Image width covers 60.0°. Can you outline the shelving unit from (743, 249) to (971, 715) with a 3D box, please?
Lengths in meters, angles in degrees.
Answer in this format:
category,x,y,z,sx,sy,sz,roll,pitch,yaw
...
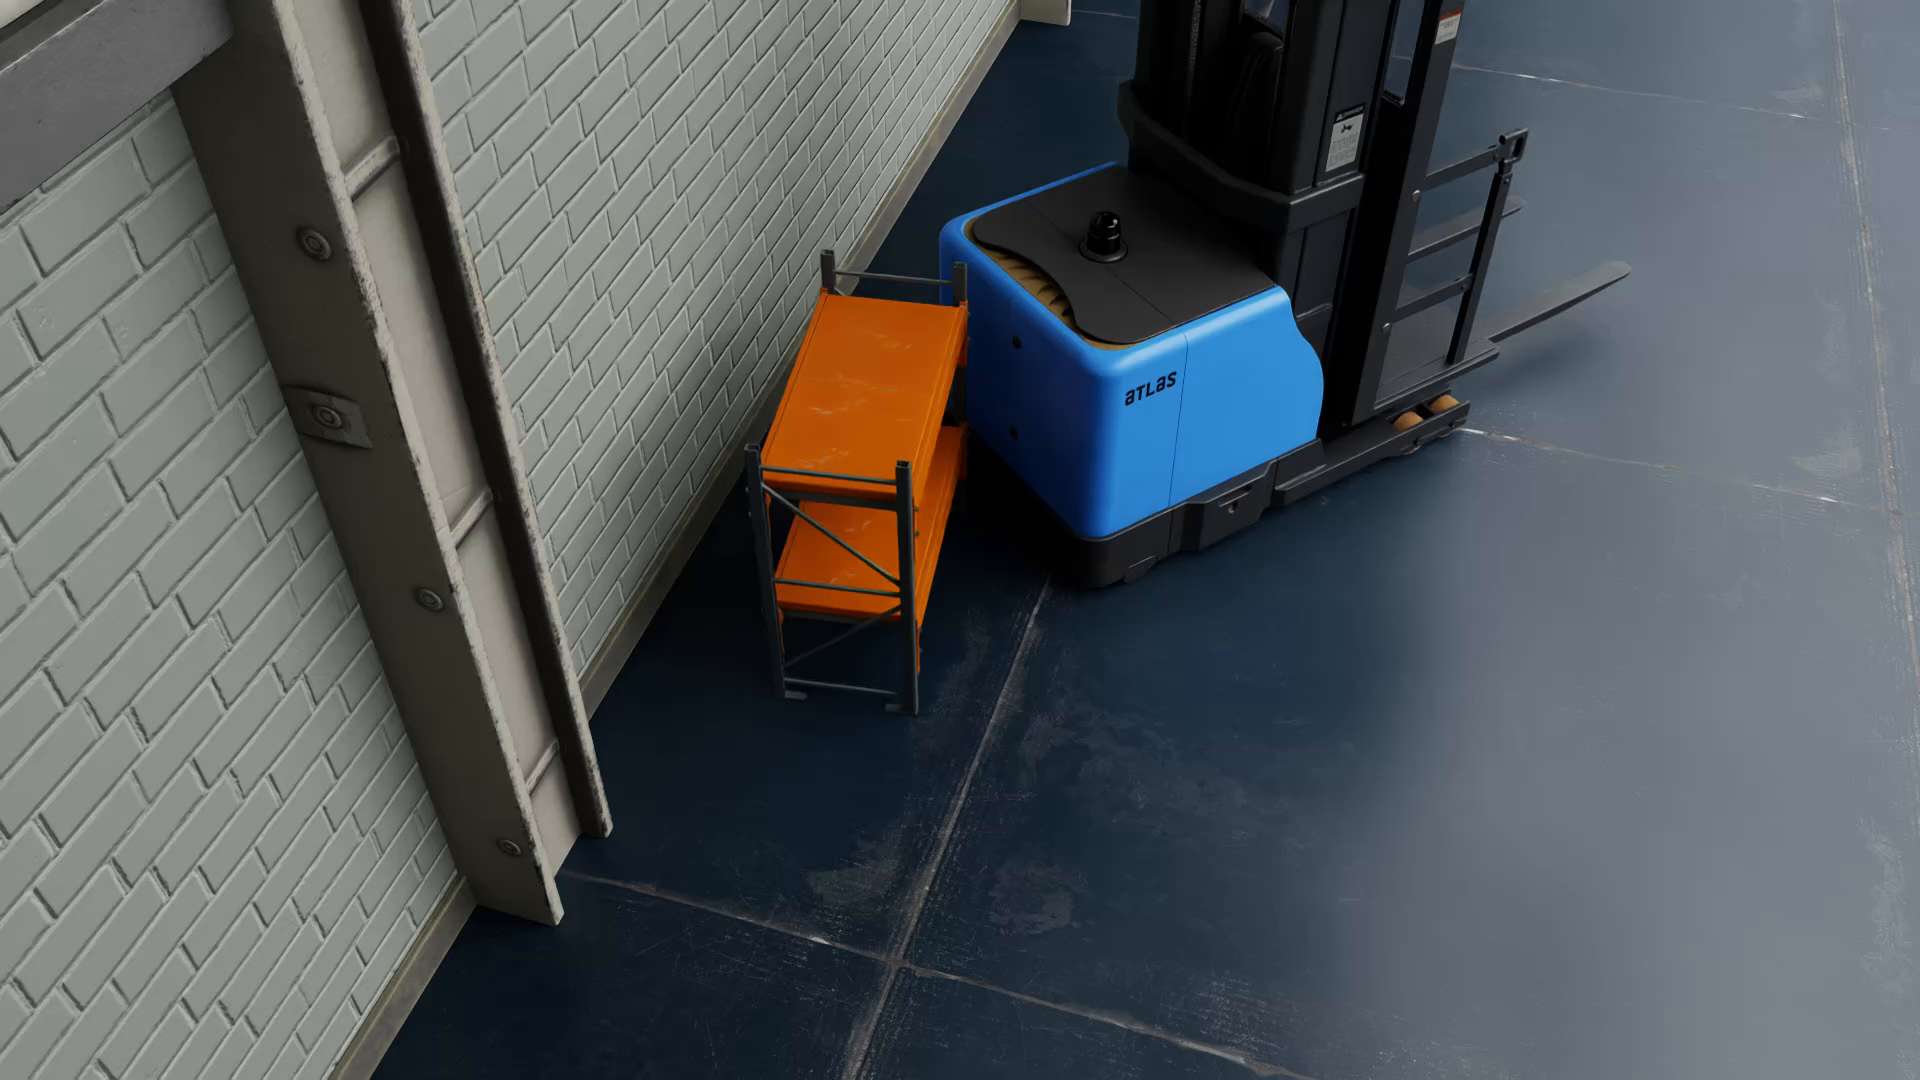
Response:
category,x,y,z,sx,sy,sz,roll,pitch,yaw
shelving unit,-0.308,-0.197,5.647,0.538,1.125,1.048,7,45,7

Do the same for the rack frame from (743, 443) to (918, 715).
category,x,y,z,sx,sy,sz,roll,pitch,yaw
rack frame,-0.391,0.154,5.289,0.500,1.125,0.032,7,45,7

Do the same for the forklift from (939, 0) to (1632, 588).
category,x,y,z,sx,sy,sz,roll,pitch,yaw
forklift,1.428,-1.675,5.866,3.031,2.935,1.130,-24,49,-23

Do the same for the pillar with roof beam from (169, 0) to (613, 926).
category,x,y,z,sx,sy,sz,roll,pitch,yaw
pillar with roof beam,2.790,-1.295,1.139,9.100,9.000,0.400,13,46,13

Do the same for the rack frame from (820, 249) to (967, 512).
category,x,y,z,sx,sy,sz,roll,pitch,yaw
rack frame,-0.225,-0.548,6.005,0.500,1.125,0.032,7,45,7

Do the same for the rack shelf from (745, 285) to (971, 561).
category,x,y,z,sx,sy,sz,roll,pitch,yaw
rack shelf,-0.308,-0.406,5.442,0.538,0.278,1.000,7,45,7

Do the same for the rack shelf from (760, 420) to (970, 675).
category,x,y,z,sx,sy,sz,roll,pitch,yaw
rack shelf,-0.308,-0.022,5.818,0.538,0.278,1.000,7,45,7

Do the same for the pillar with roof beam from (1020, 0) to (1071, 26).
category,x,y,z,sx,sy,sz,roll,pitch,yaw
pillar with roof beam,4.607,-5.294,5.226,9.100,9.000,0.400,13,46,13
